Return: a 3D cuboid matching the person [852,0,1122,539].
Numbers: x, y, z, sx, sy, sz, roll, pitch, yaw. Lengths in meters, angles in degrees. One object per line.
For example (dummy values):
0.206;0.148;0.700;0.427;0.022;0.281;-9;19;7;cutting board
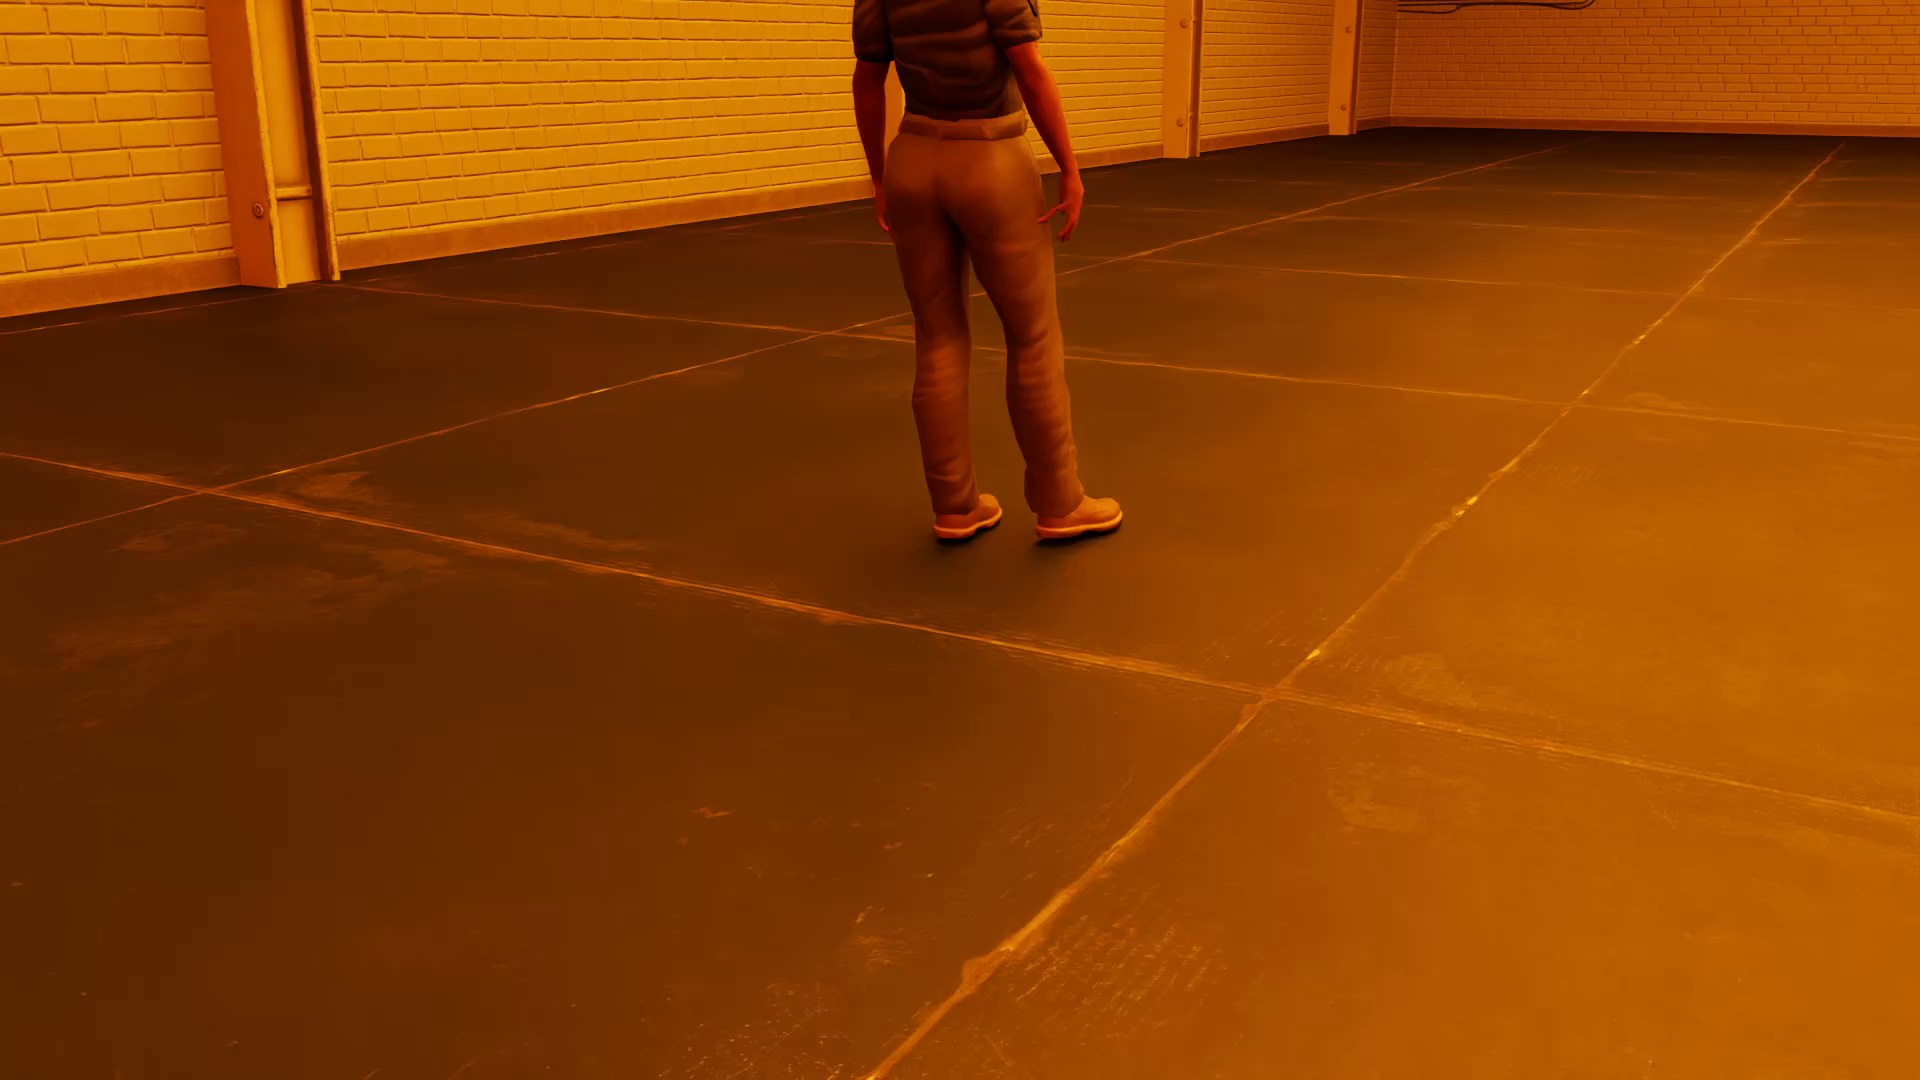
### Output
0.061;-0.820;3.869;0.569;1.656;0.503;9;19;28;person
